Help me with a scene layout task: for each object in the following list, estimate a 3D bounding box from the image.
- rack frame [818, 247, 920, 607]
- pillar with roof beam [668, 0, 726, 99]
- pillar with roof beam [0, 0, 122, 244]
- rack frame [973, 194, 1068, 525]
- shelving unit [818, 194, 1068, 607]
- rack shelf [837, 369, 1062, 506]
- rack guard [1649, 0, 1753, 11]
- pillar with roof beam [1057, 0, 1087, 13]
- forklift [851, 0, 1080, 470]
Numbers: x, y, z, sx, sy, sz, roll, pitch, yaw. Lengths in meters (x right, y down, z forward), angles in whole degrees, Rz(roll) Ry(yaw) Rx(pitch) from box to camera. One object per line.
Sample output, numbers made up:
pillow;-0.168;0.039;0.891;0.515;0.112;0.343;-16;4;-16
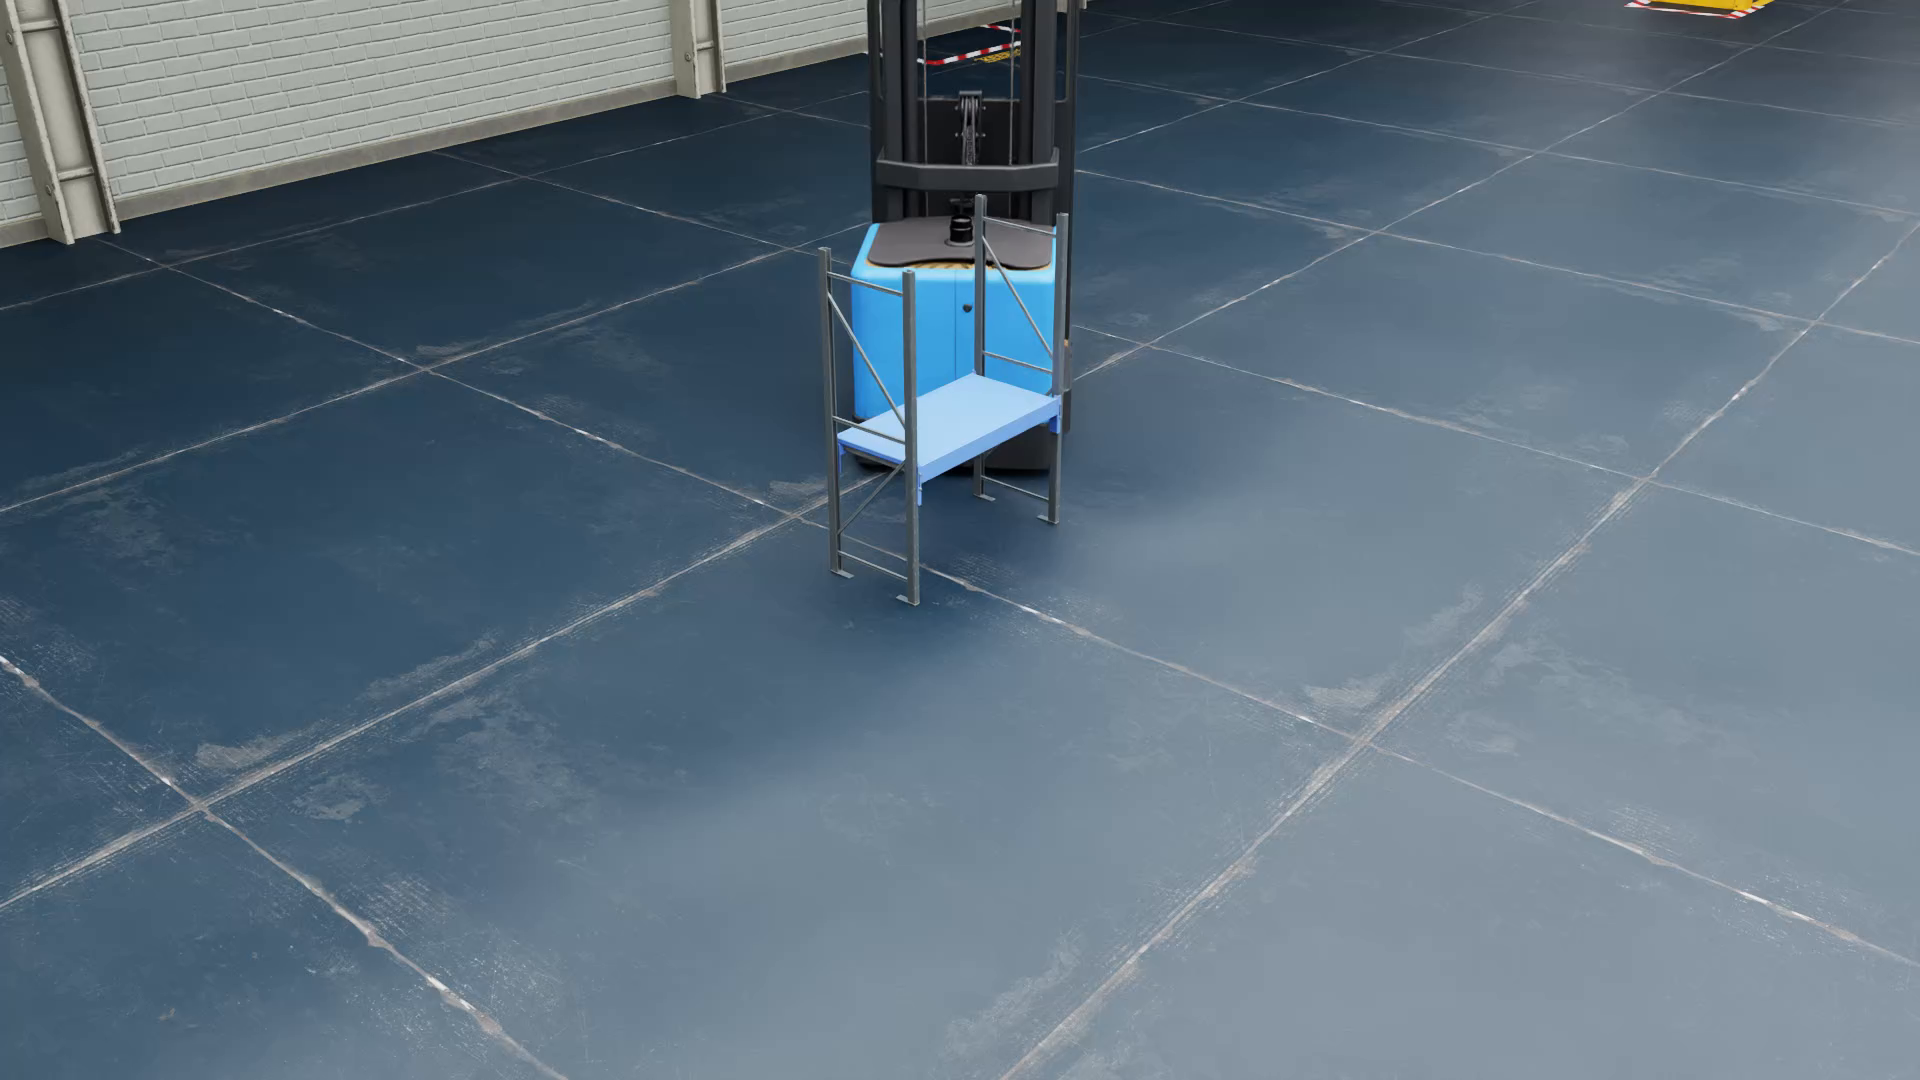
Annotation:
rack frame;-0.378;-0.456;6.999;0.500;1.500;0.032;21;34;34
pillar with roof beam;0.807;-7.078;11.639;9.100;9.000;0.400;21;34;34
pillar with roof beam;-3.009;-4.951;7.527;9.100;9.000;0.400;21;34;34
rack frame;0.269;-0.816;7.695;0.500;1.500;0.032;21;34;34
shelving unit;-0.054;-0.636;7.347;0.538;1.500;1.048;21;34;34
rack shelf;-0.054;-0.476;7.430;0.538;0.185;1.000;21;34;34
rack guard;9.150;-6.860;20.467;1.175;0.500;0.348;21;34;34
pillar with roof beam;4.623;-9.206;15.751;9.100;9.000;0.400;21;34;34
forklift;0.087;-2.295;8.997;1.130;2.935;3.031;2;27;4
